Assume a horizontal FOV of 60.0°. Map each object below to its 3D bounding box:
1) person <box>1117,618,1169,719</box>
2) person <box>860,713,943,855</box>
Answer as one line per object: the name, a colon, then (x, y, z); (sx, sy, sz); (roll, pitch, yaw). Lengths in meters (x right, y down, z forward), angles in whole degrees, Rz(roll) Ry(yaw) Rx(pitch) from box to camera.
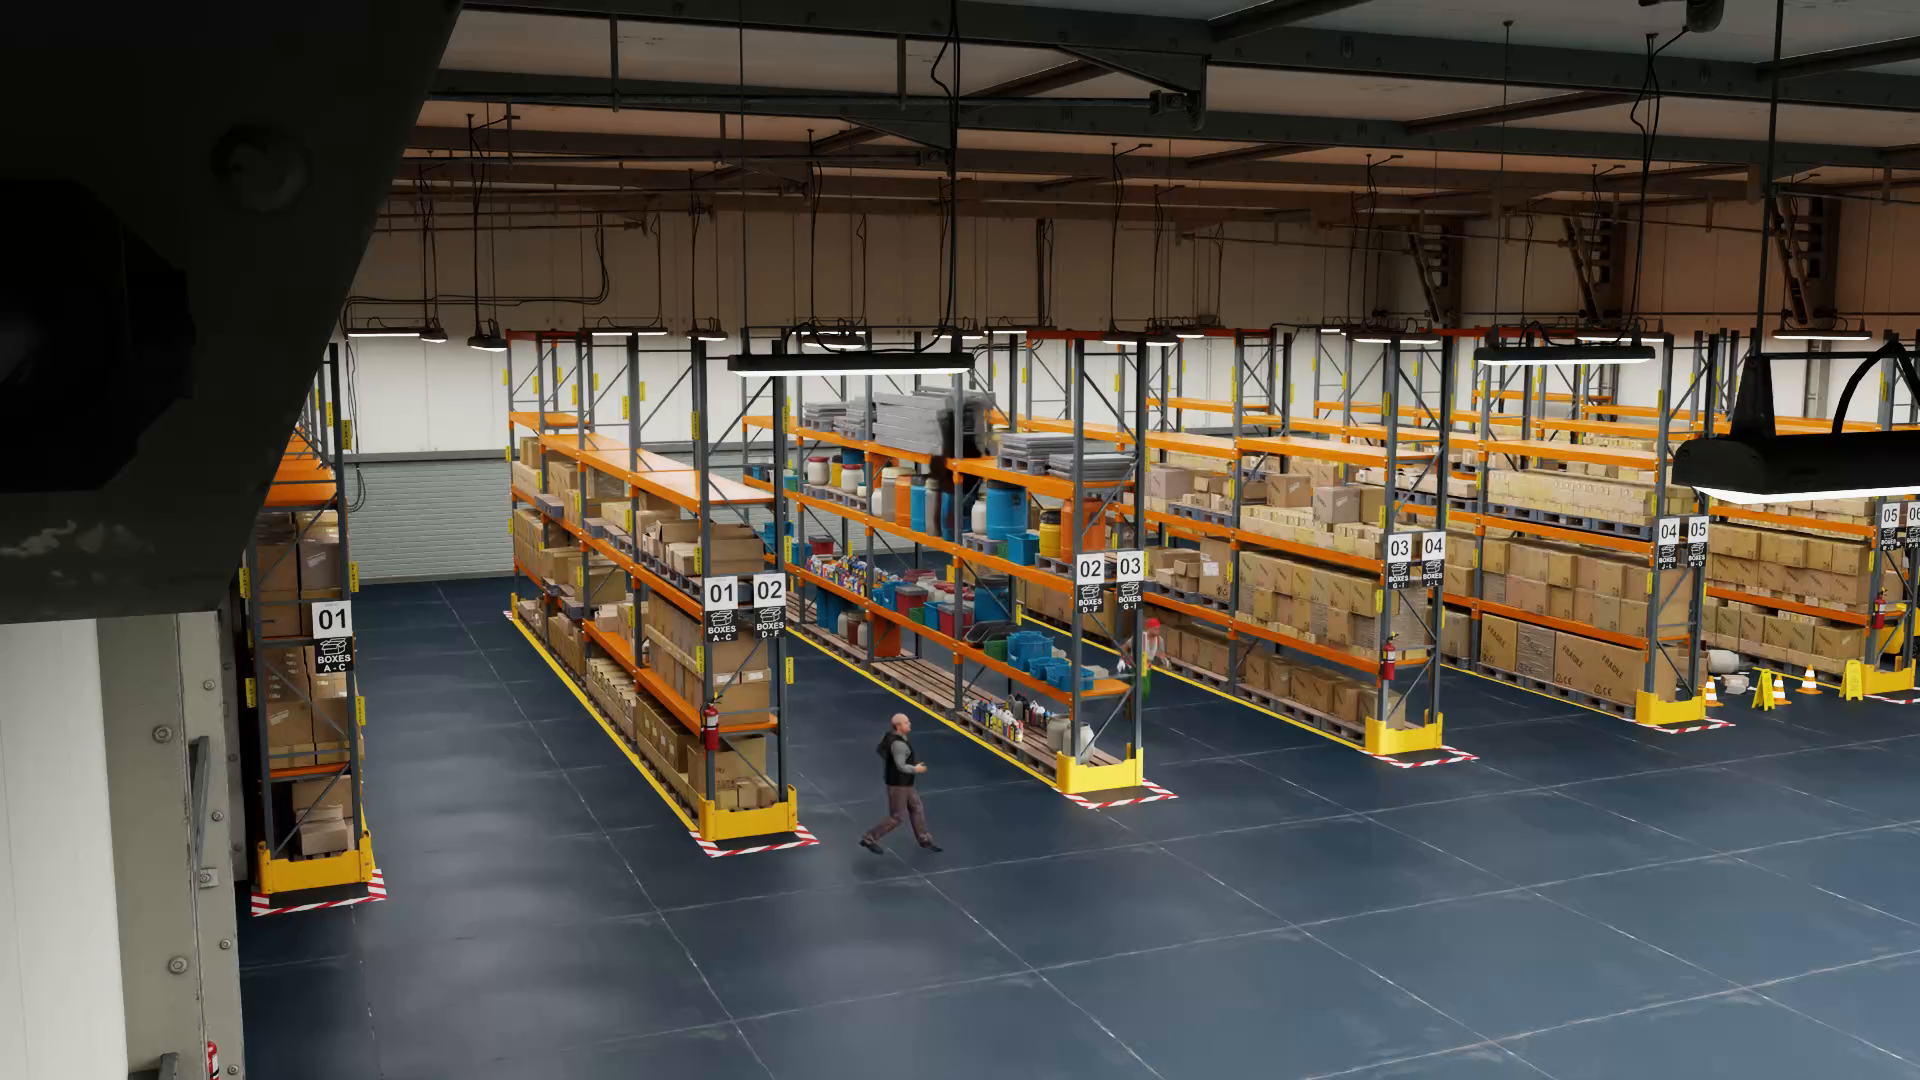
person: (2.880, 2.015, 25.857); (0.685, 1.652, 0.829); (-6, 10, -35)
person: (-0.673, 2.855, 19.318); (0.993, 1.727, 0.655); (-1, 8, -7)
